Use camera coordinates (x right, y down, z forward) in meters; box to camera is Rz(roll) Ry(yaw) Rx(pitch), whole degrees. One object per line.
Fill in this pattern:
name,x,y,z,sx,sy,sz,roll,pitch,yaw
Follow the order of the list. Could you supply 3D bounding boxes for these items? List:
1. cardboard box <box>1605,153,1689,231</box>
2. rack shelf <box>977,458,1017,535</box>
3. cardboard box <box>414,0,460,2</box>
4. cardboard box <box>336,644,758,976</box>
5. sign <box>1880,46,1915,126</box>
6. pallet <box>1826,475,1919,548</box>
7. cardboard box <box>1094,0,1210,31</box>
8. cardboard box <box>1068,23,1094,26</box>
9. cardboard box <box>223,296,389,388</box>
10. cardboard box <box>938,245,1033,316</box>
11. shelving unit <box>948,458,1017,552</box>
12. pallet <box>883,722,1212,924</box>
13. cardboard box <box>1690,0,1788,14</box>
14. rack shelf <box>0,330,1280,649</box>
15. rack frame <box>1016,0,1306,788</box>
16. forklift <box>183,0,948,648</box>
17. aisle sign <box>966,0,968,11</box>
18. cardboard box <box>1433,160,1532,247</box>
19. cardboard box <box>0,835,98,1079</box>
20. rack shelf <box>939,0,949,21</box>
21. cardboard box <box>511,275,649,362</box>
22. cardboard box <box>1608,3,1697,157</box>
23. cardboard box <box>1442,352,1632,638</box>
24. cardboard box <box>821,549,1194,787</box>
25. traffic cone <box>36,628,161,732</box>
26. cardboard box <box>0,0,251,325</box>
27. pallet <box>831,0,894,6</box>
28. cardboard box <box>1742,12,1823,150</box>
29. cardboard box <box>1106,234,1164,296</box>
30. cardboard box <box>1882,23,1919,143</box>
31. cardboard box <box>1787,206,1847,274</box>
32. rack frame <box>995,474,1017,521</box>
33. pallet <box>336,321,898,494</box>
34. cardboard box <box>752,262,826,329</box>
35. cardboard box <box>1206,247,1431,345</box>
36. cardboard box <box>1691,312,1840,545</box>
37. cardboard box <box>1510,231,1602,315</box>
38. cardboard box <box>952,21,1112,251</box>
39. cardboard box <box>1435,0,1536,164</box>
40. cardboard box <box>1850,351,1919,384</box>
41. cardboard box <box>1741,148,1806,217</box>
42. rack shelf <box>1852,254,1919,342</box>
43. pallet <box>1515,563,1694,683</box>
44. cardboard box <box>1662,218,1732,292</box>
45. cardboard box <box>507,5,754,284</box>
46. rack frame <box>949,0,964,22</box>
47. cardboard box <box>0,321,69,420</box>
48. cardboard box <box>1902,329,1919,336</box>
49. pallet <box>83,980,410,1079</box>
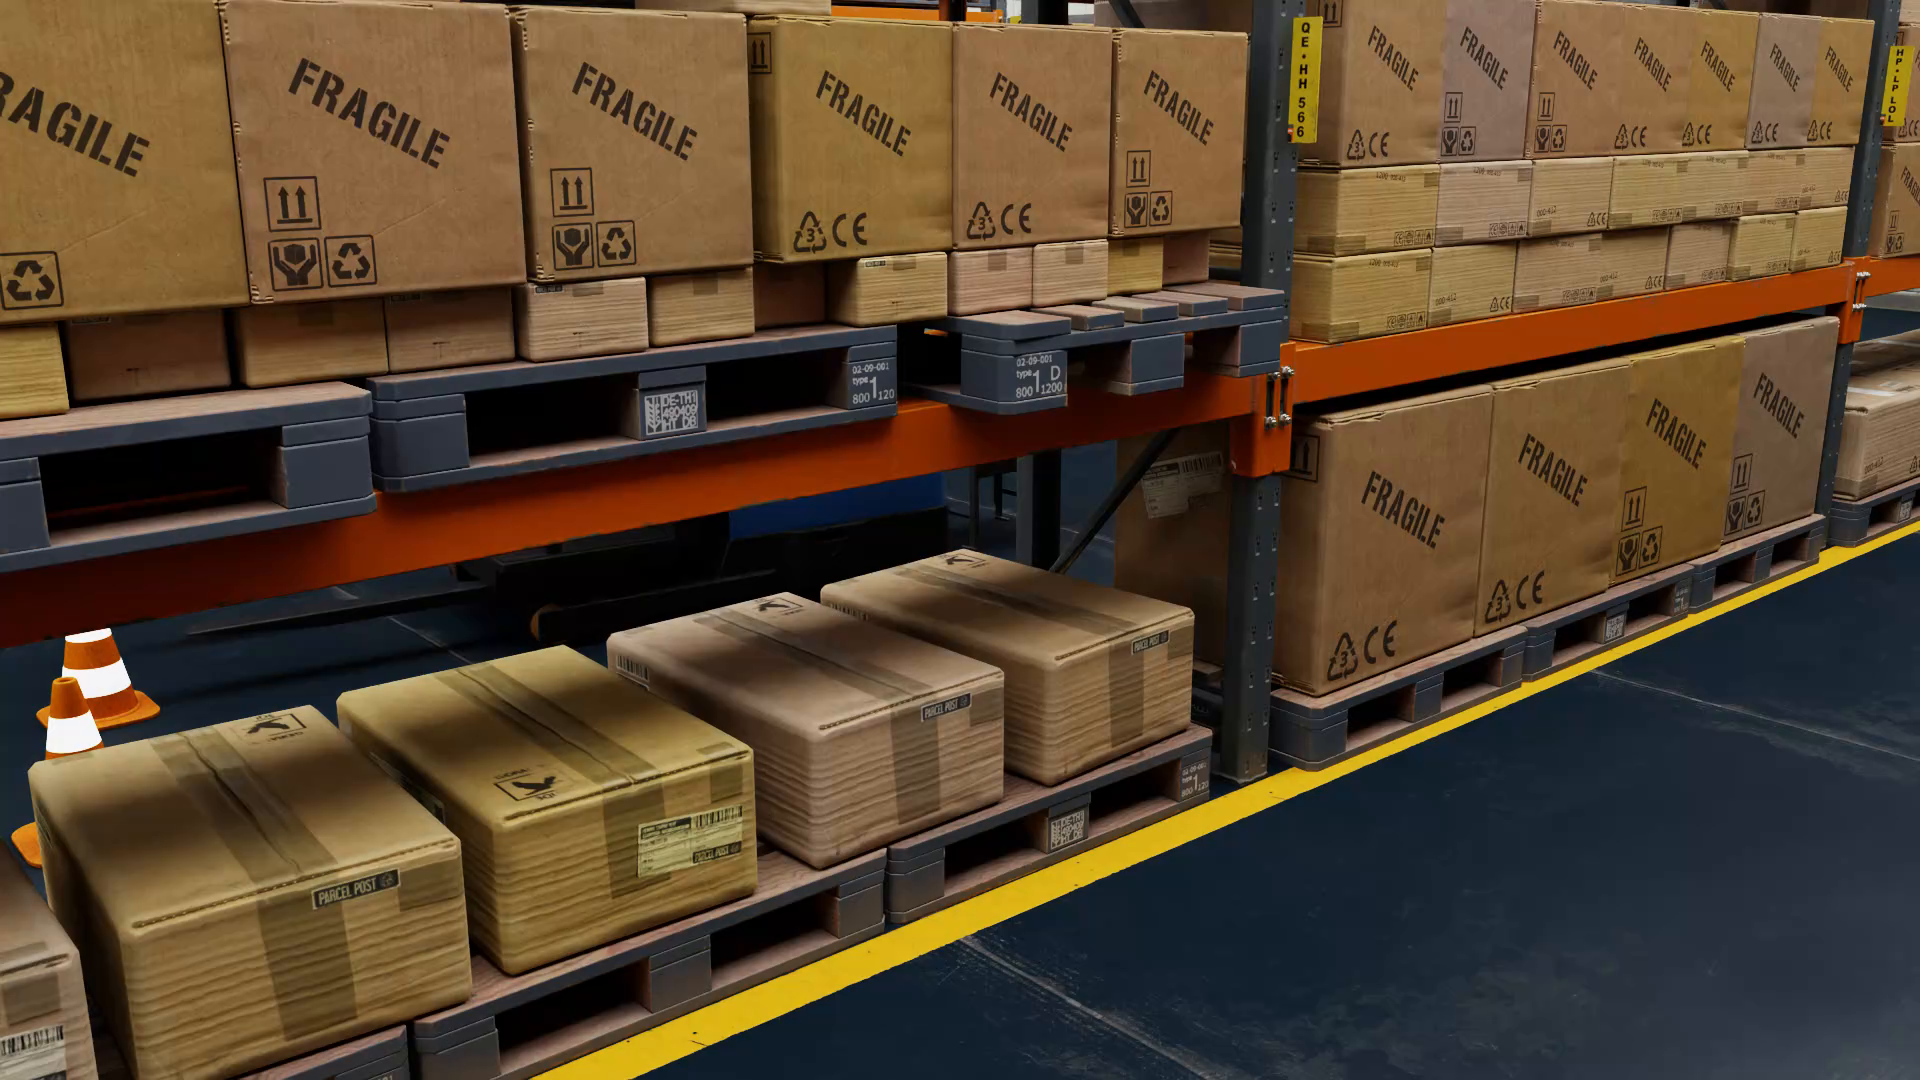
cardboard box,2.270,-1.275,6.033,0.500,0.250,0.500,-12,19,-38
rack shelf,0.125,-0.353,7.768,0.480,0.518,0.431,-13,19,-39
cardboard box,-1.119,-1.061,3.070,0.250,0.149,0.380,-11,19,-36
cardboard box,-1.001,0.599,3.974,0.625,0.372,0.950,-12,19,-38
sign,3.940,-1.910,6.999,0.005,0.325,0.100,-13,19,-39
pallet,4.202,-0.260,8.313,1.213,0.211,1.003,-13,19,-39
cardboard box,0.778,-1.486,5.368,0.500,0.500,0.500,-13,20,-41
cardboard box,0.751,-3.144,11.000,0.500,0.500,0.500,-12,19,-38
cardboard box,-1.255,-0.391,3.073,0.250,0.149,0.380,-12,19,-39
cardboard box,-0.044,-0.644,4.021,0.250,0.149,0.380,-14,20,-42
shelving unit,0.125,-1.042,7.584,0.503,2.100,0.431,-13,19,-39
pallet,-0.031,0.664,4.856,1.213,0.211,1.003,-13,19,-39
cardboard box,3.600,-2.452,7.729,0.250,0.149,0.380,-13,20,-40
rack shelf,-0.950,-0.129,3.815,4.000,0.370,1.077,-13,19,-39
rack frame,0.559,-0.816,4.991,0.127,3.000,1.000,-13,19,-39
forklift,-1.562,-1.164,6.429,3.031,2.935,1.130,-10,18,-32
aisle sign,-0.054,-5.427,17.216,0.004,0.787,0.394,-13,19,-39
cardboard box,1.494,-1.110,5.414,0.500,0.250,0.500,-12,19,-38
cardboard box,-2.064,0.839,3.074,0.625,0.372,0.950,-12,19,-39
rack shelf,-1.258,-3.203,9.509,4.000,0.370,1.077,-13,19,-39
cardboard box,-0.832,-0.467,3.359,0.250,0.149,0.380,-12,19,-37
cardboard box,2.243,-1.638,5.940,0.500,0.500,0.500,-12,19,-38
cardboard box,1.810,-0.243,6.151,0.875,0.875,0.875,-12,19,-39
cardboard box,0.126,0.345,4.925,0.625,0.372,0.950,-14,21,-43
traffic cone,-2.880,0.361,5.501,0.334,0.463,0.336,-13,19,-39
cardboard box,-1.539,-0.641,2.755,0.500,0.500,0.500,-13,19,-39
pallet,-1.385,-5.171,15.656,1.213,0.211,1.003,-13,19,-39
cardboard box,3.019,-1.811,6.586,0.500,0.500,0.500,-12,19,-38
cardboard box,0.312,-0.736,4.367,0.250,0.149,0.380,-12,19,-39
cardboard box,4.095,-2.058,7.511,0.500,0.500,0.500,-12,19,-39
cardboard box,3.404,-1.296,7.079,0.500,0.250,0.500,-13,20,-41
rack frame,0.309,-1.084,7.739,0.015,2.100,0.400,-13,19,-39
pallet,-0.907,-0.380,3.730,1.213,0.211,1.003,-13,19,-39
cardboard box,-0.515,-0.576,3.769,0.250,0.149,0.380,-12,19,-39
cardboard box,1.094,-0.777,5.137,0.500,0.250,0.500,-13,20,-40
cardboard box,3.162,-0.549,7.296,0.875,0.875,0.875,-12,19,-38
cardboard box,1.869,-0.955,5.804,0.500,0.250,0.500,-12,19,-38
cardboard box,0.016,-0.990,4.059,0.500,0.500,0.500,-13,20,-40
cardboard box,1.460,-1.469,5.305,0.500,0.500,0.500,-13,19,-39
cardboard box,4.796,-0.696,8.692,0.875,0.438,0.875,-13,20,-41
cardboard box,3.032,-1.454,6.703,0.500,0.250,0.500,-12,19,-38
rack shelf,5.086,-1.484,8.889,4.000,0.370,1.077,-13,19,-39
pallet,2.123,0.207,6.566,1.213,0.211,1.003,-13,19,-39
cardboard box,2.626,-1.128,6.451,0.500,0.250,0.500,-13,20,-41
cardboard box,-0.776,-0.812,3.392,0.500,0.500,0.500,-14,20,-42
rack frame,0.251,-2.440,11.071,0.127,3.000,1.000,-13,19,-39
cardboard box,-1.640,-0.292,2.705,0.250,0.149,0.380,-12,19,-38
cardboard box,6.162,-1.005,9.850,0.875,0.438,0.875,-14,20,-41
pallet,-1.872,1.077,3.309,1.213,0.211,1.003,-13,19,-39
